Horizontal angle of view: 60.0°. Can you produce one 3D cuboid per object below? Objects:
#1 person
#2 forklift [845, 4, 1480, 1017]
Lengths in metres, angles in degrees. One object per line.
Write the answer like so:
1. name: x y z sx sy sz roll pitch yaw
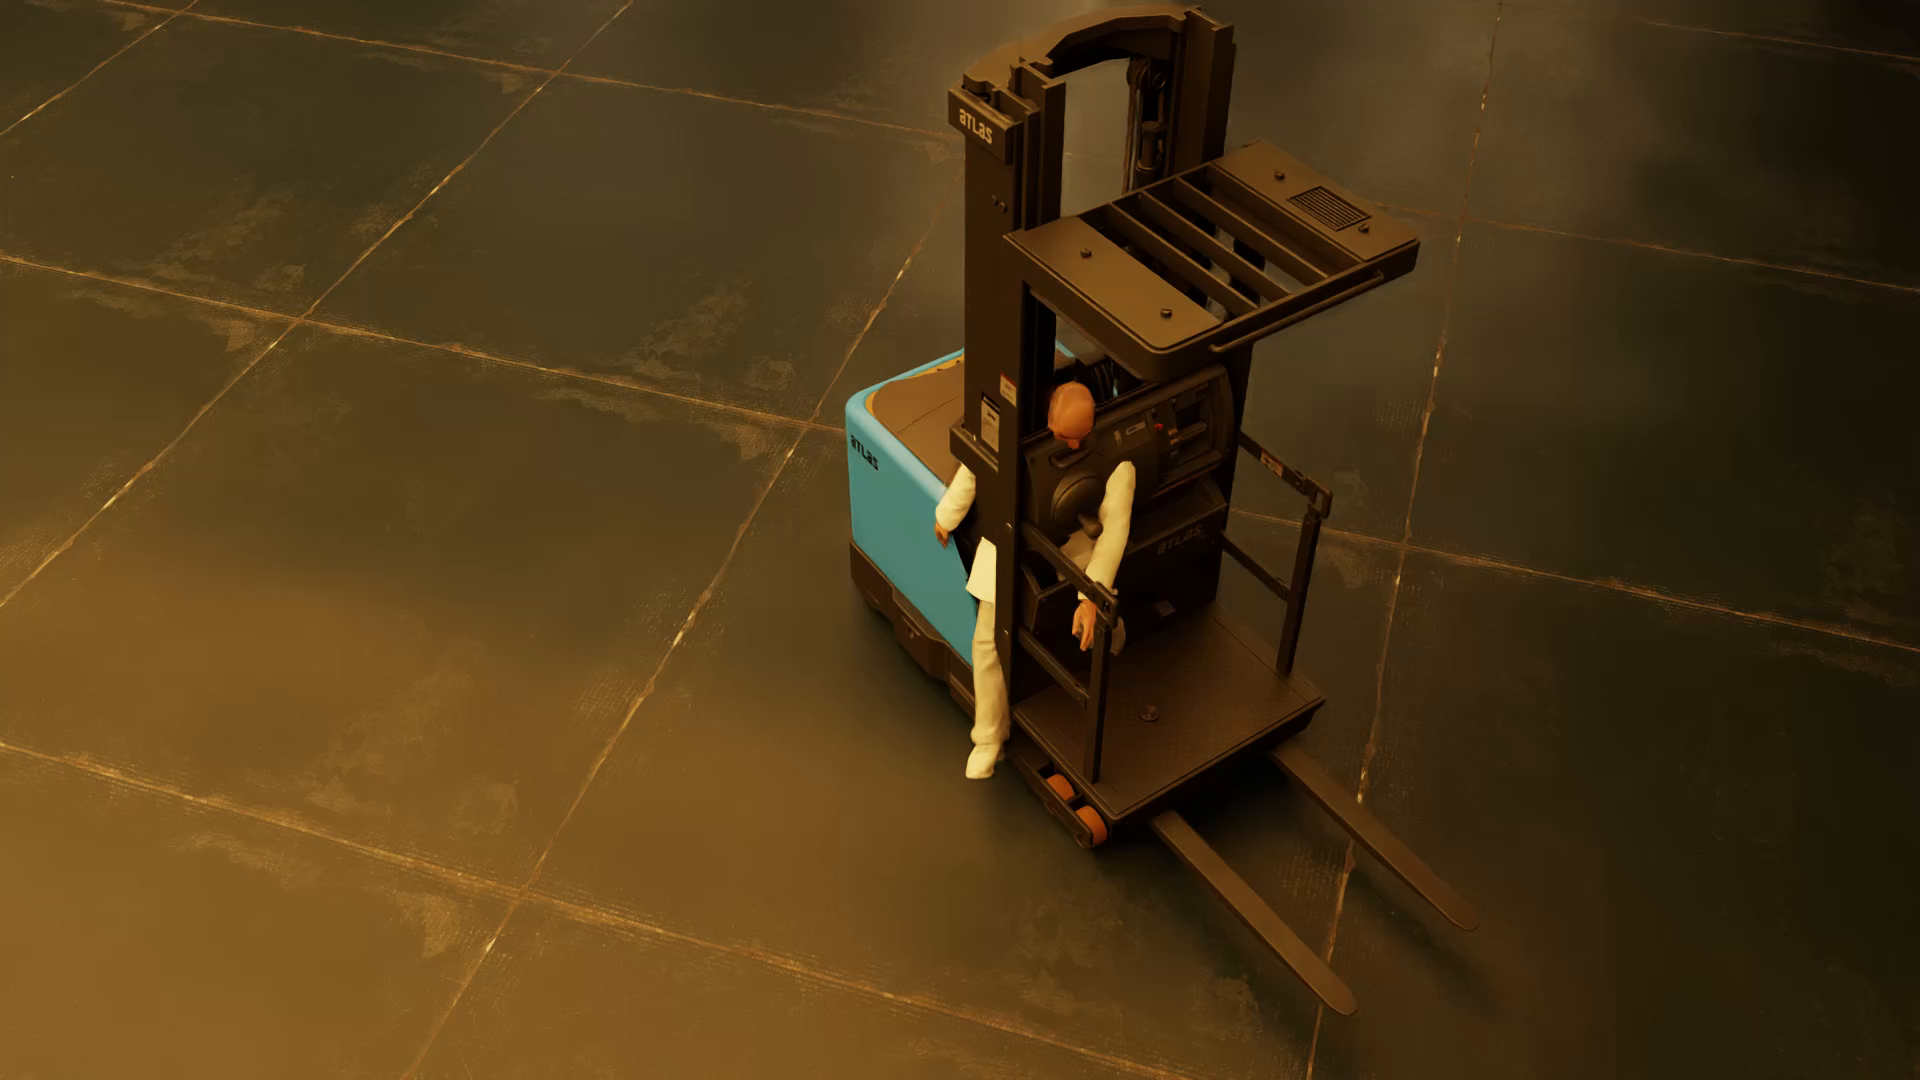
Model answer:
1. person: 0.287 0.123 6.315 0.887 1.643 1.065 9 44 9
2. forklift: 0.754 -0.240 5.947 1.130 2.935 3.031 -25 48 -25
